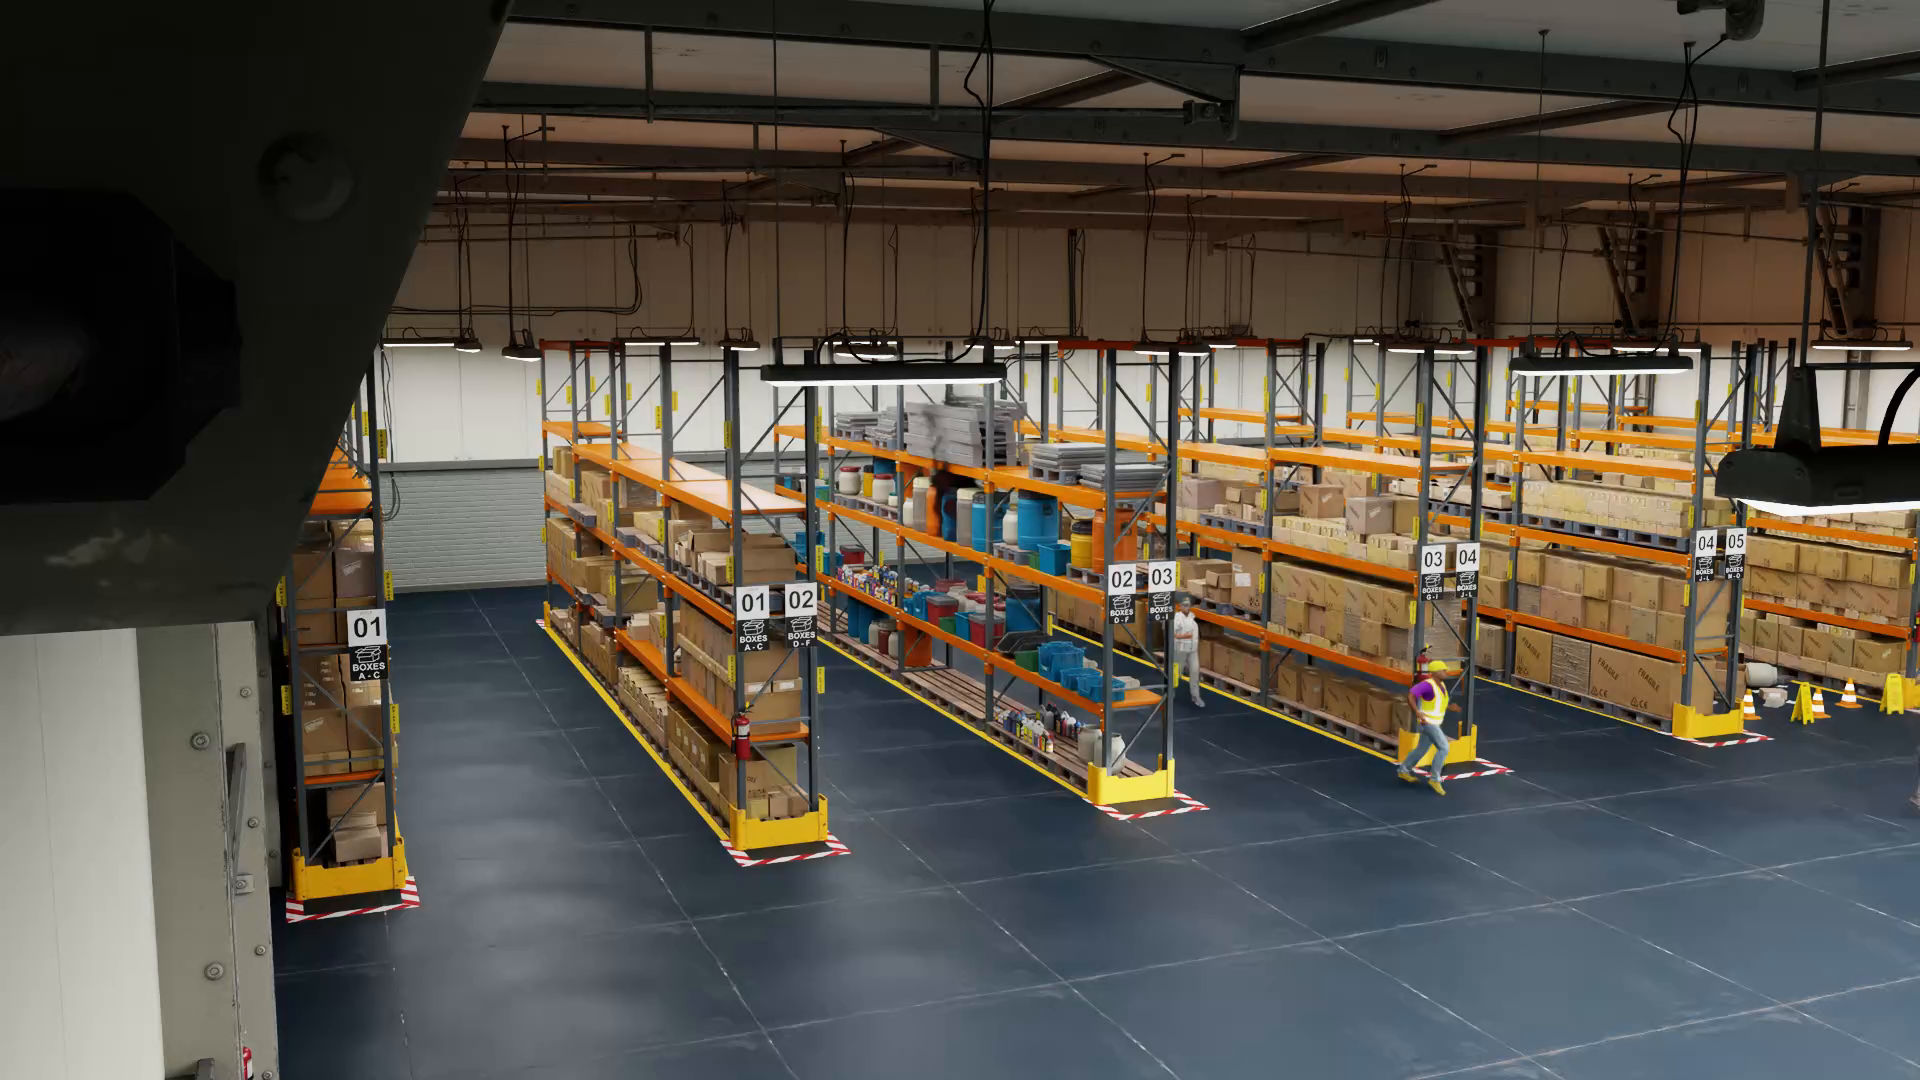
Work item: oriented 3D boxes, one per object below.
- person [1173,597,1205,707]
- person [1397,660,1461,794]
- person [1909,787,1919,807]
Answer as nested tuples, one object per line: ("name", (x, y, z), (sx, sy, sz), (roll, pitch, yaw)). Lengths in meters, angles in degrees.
("person", (3.748, 1.827, 27.752), (0.659, 1.791, 0.967), (-4, 8, -26))
("person", (6.429, 2.528, 22.788), (0.814, 1.786, 0.694), (5, 9, 32))
("person", (12.676, 2.743, 21.250), (0.869, 1.689, 0.563), (2, 8, 12))
